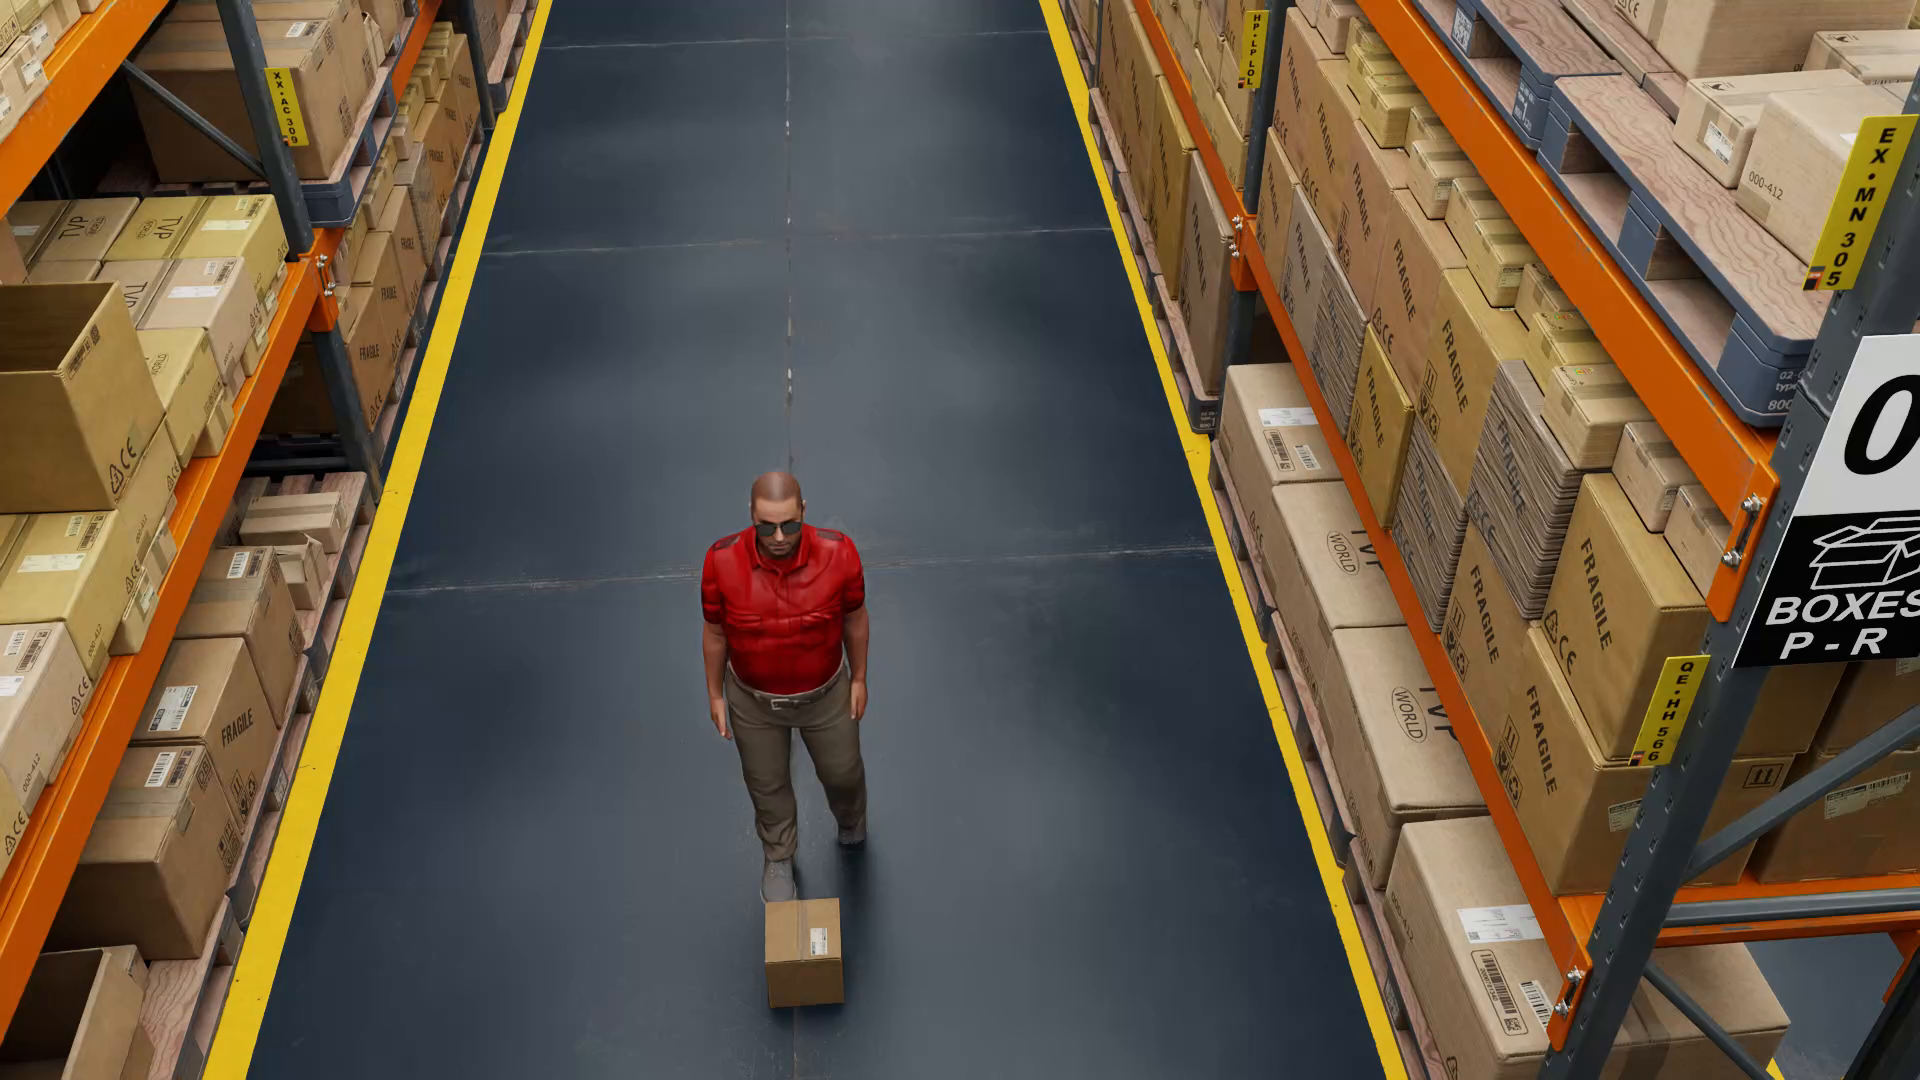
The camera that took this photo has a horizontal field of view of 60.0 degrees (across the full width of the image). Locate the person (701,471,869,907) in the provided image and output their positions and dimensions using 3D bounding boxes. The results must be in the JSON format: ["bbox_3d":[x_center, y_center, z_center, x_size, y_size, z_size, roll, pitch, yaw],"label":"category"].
[{"bbox_3d":[-0.566,0.534,5.567,0.546,1.806,0.504,-3,39,-4],"label":"person"}]
